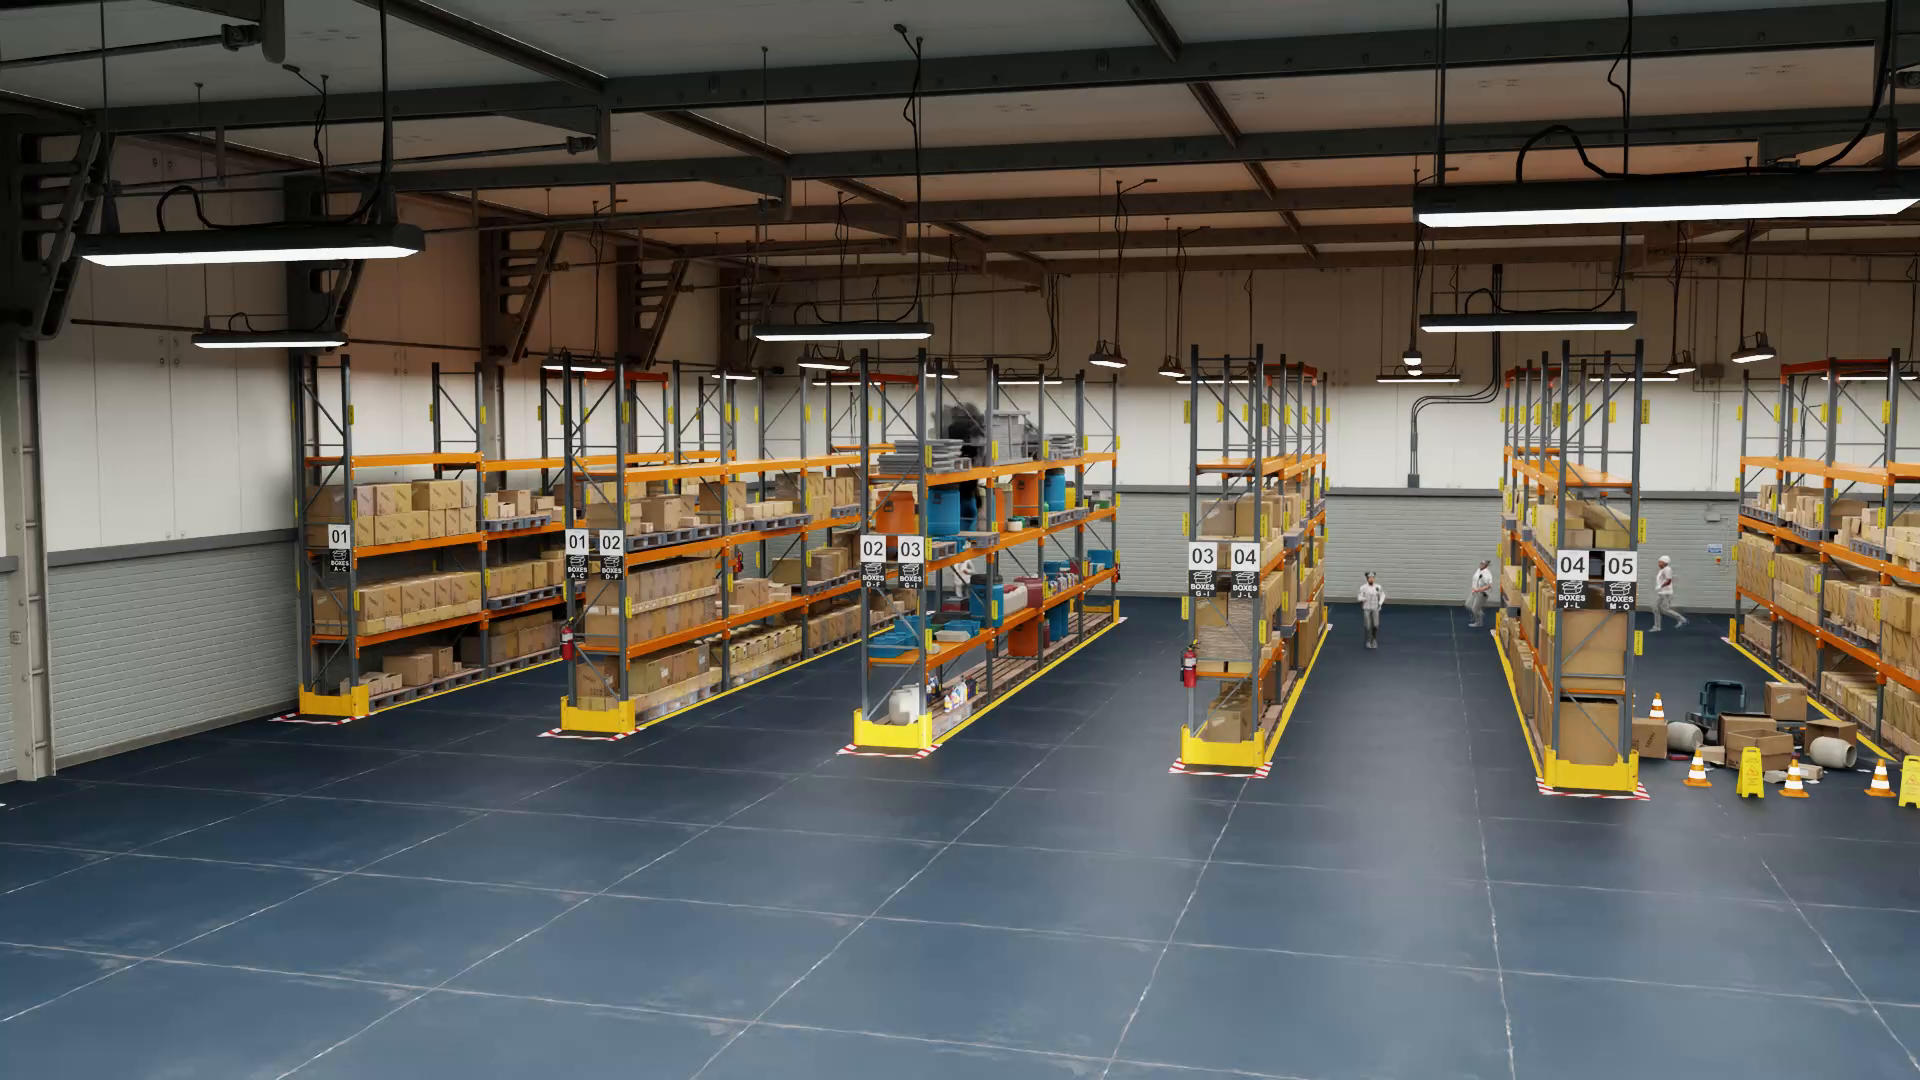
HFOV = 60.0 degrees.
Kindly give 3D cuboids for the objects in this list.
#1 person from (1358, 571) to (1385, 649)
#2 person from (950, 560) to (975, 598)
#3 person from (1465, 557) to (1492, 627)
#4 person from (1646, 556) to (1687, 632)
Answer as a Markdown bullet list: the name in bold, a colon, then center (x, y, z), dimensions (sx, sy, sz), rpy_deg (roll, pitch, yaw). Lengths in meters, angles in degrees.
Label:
- **person**: center (8.796, 1.499, 35.547), dimensions (0.580, 1.682, 0.659), rpy_deg (1, 4, 11)
- **person**: center (0.056, 1.089, 40.516), dimensions (0.659, 1.830, 0.764), rpy_deg (1, 4, 9)
- **person**: center (12.187, 1.239, 39.150), dimensions (0.571, 1.668, 0.865), rpy_deg (-1, 4, -16)
- **person**: center (16.253, 1.254, 38.175), dimensions (0.854, 1.784, 0.697), rpy_deg (1, 4, 17)
